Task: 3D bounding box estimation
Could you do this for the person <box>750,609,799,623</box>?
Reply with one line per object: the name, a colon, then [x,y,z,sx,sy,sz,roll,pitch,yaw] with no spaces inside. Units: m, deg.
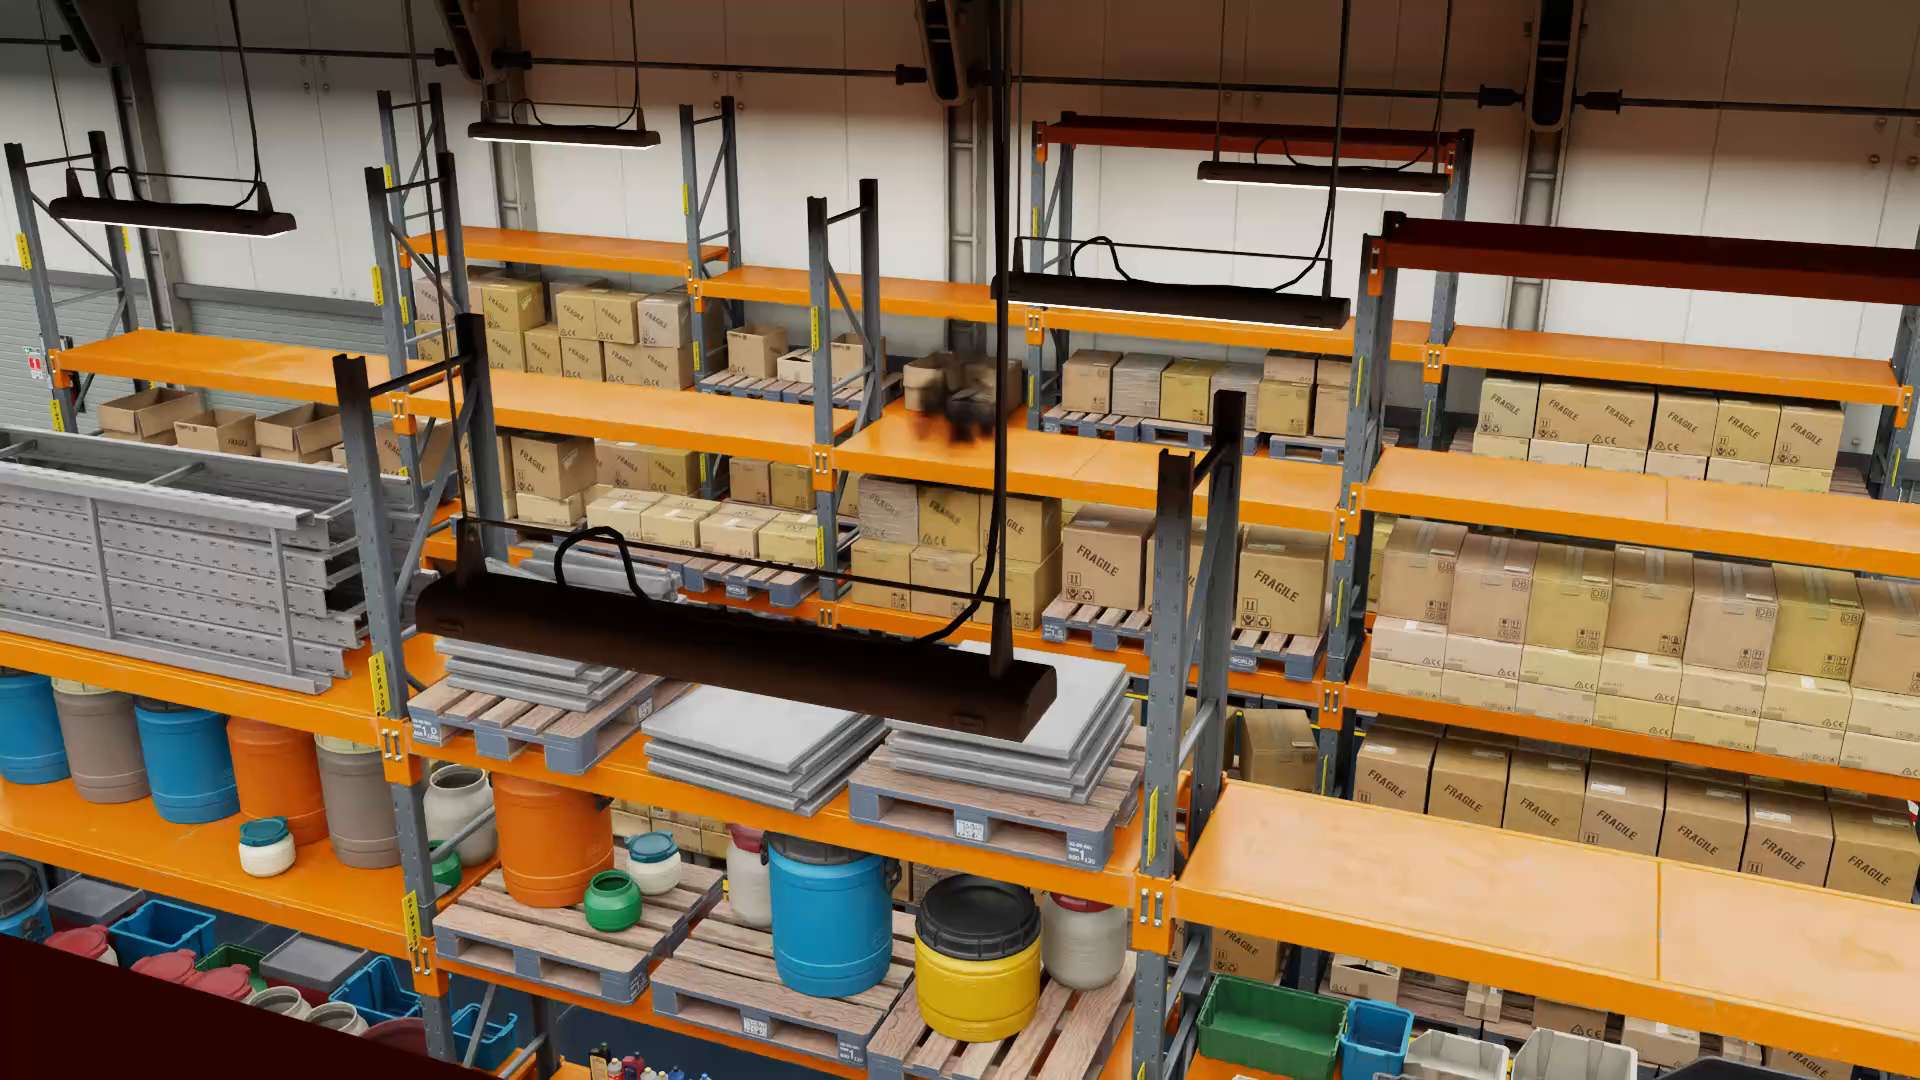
person: [-1.792,1.119,16.407,0.683,1.740,0.612,10,23,25]
